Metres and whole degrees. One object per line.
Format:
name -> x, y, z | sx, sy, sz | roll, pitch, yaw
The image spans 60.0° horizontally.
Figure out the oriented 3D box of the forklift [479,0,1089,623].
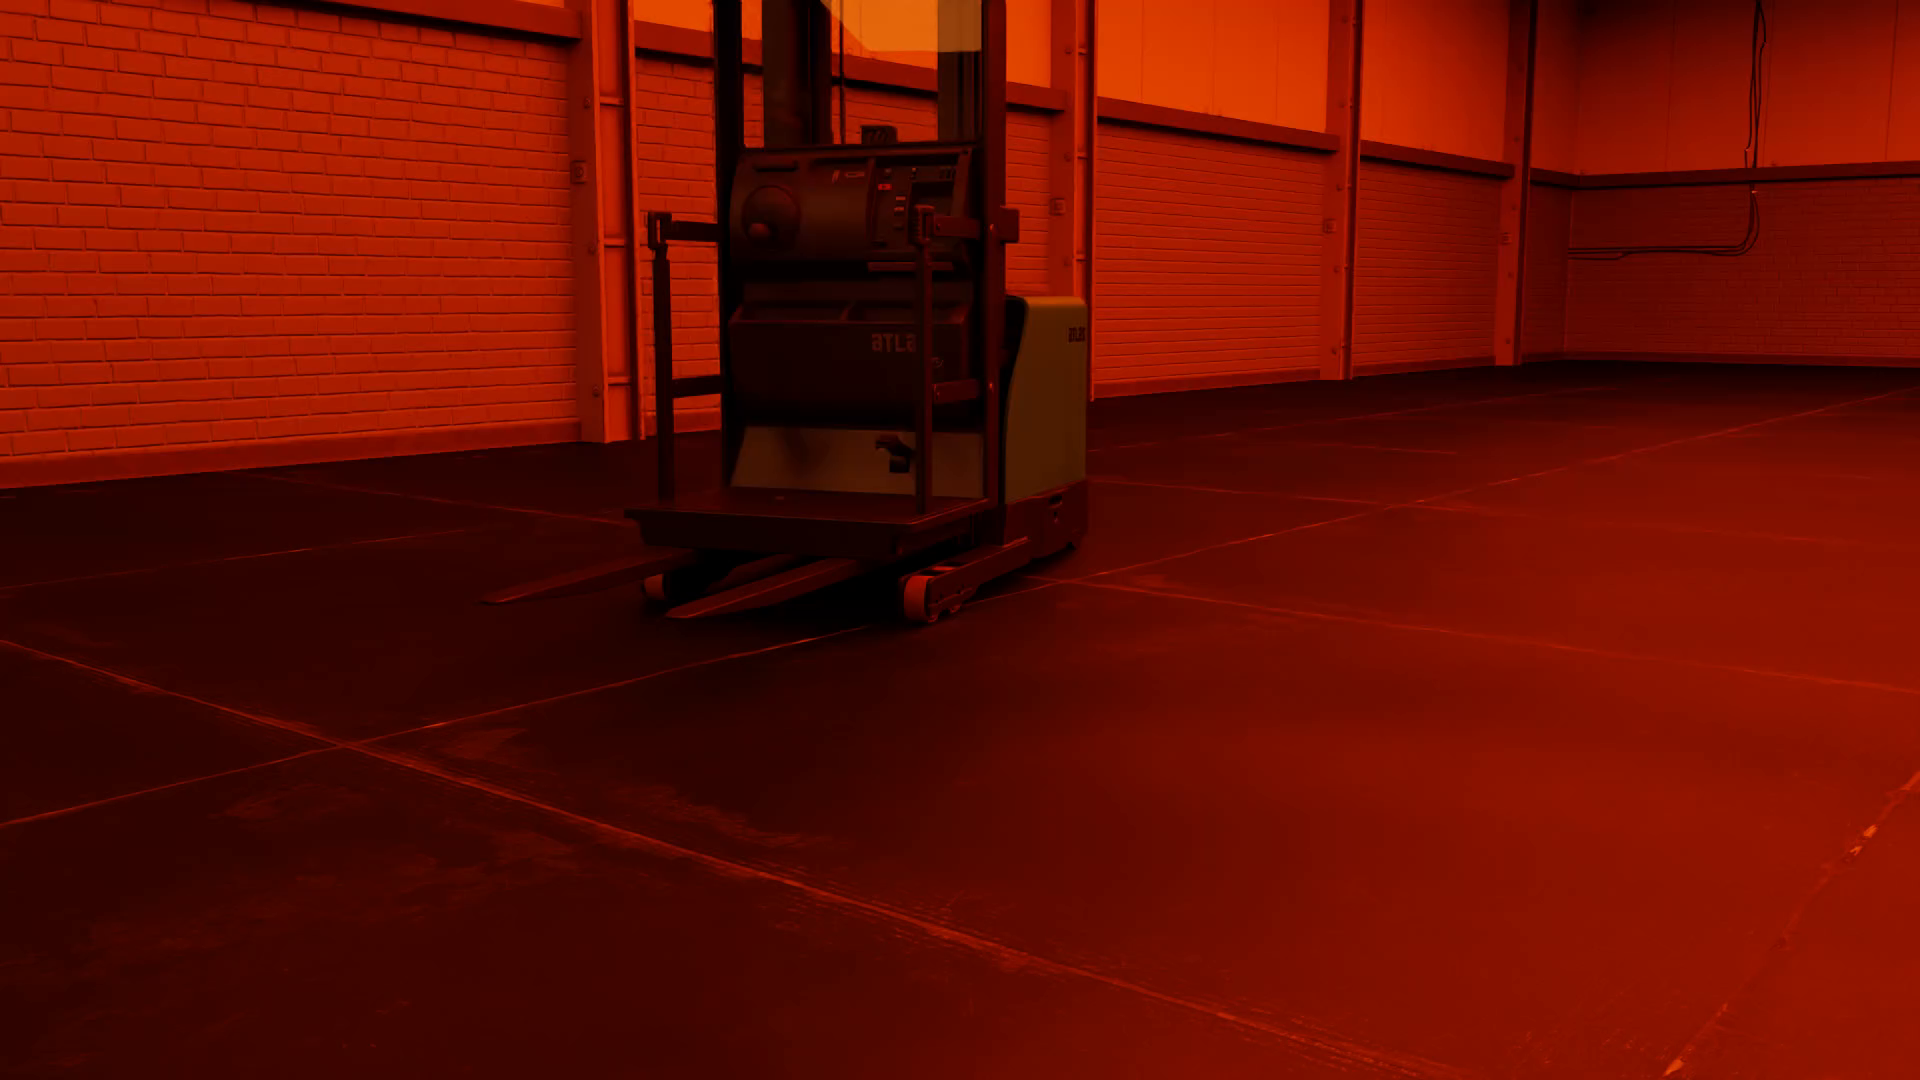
forklift -> -0.477, -1.242, 5.768 | 1.130, 2.935, 3.031 | 3, 9, 22
